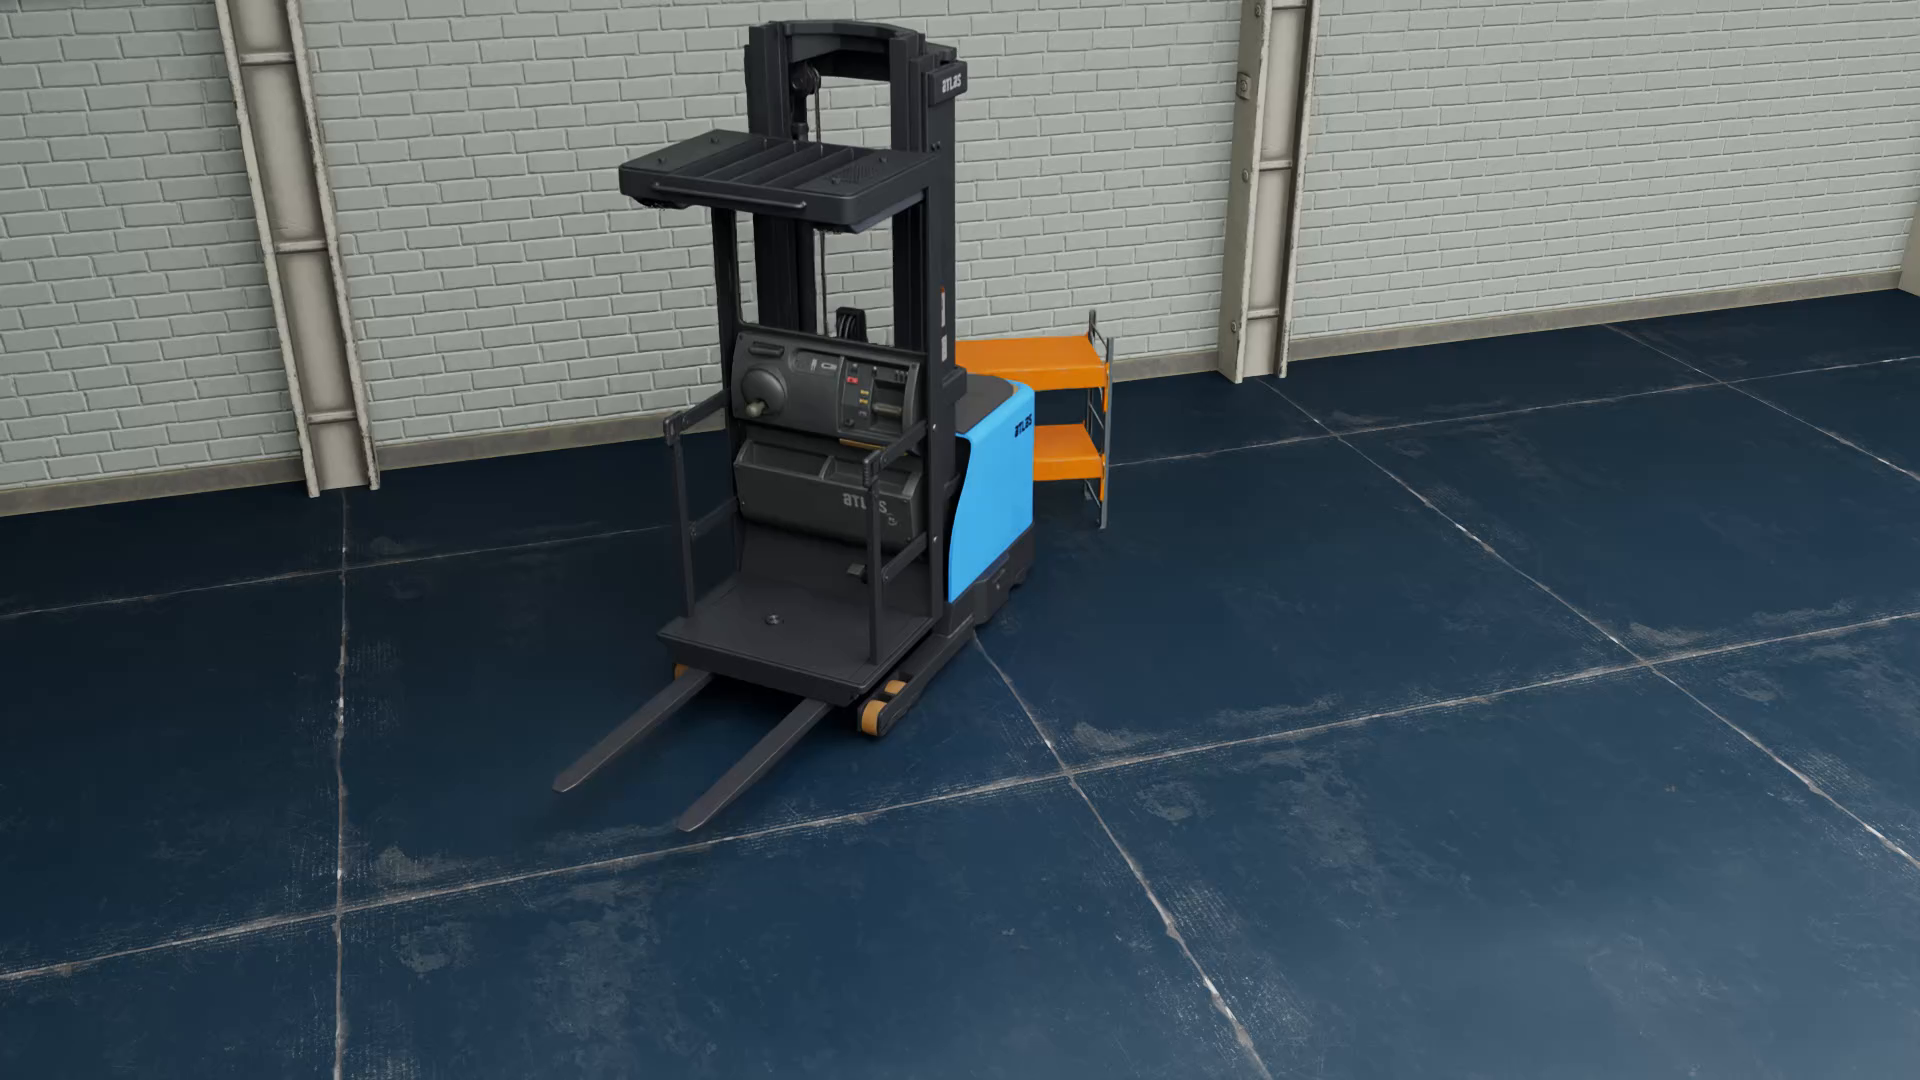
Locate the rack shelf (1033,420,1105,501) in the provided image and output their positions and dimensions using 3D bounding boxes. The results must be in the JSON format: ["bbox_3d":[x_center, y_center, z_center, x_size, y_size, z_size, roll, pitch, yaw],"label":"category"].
[{"bbox_3d":[0.271,-0.429,9.398,1.000,0.278,0.538,-4,27,-7],"label":"rack shelf"}]

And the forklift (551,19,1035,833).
[{"bbox_3d":[-0.699,-0.650,7.262,1.130,2.935,3.031,12,29,23],"label":"forklift"}]

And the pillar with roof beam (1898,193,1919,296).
[{"bbox_3d":[9.067,-4.204,7.599,0.400,9.000,9.100,-8,28,-16],"label":"pillar with roof beam"}]

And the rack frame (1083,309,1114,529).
[{"bbox_3d":[0.775,-0.678,9.352,0.032,1.125,0.500,-4,27,-7],"label":"rack frame"}]

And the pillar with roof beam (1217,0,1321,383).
[{"bbox_3d":[3.362,-3.378,5.935,0.400,9.000,9.100,-8,28,-16],"label":"pillar with roof beam"}]

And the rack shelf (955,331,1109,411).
[{"bbox_3d":[0.271,-0.910,9.159,1.000,0.278,0.538,-4,27,-7],"label":"rack shelf"}]

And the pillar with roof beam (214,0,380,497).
[{"bbox_3d":[-2.343,-2.552,4.270,0.400,9.000,9.100,-8,28,-16],"label":"pillar with roof beam"}]

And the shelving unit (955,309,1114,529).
[{"bbox_3d":[0.271,-0.648,9.289,1.048,1.125,0.538,-4,27,-7],"label":"shelving unit"}]
